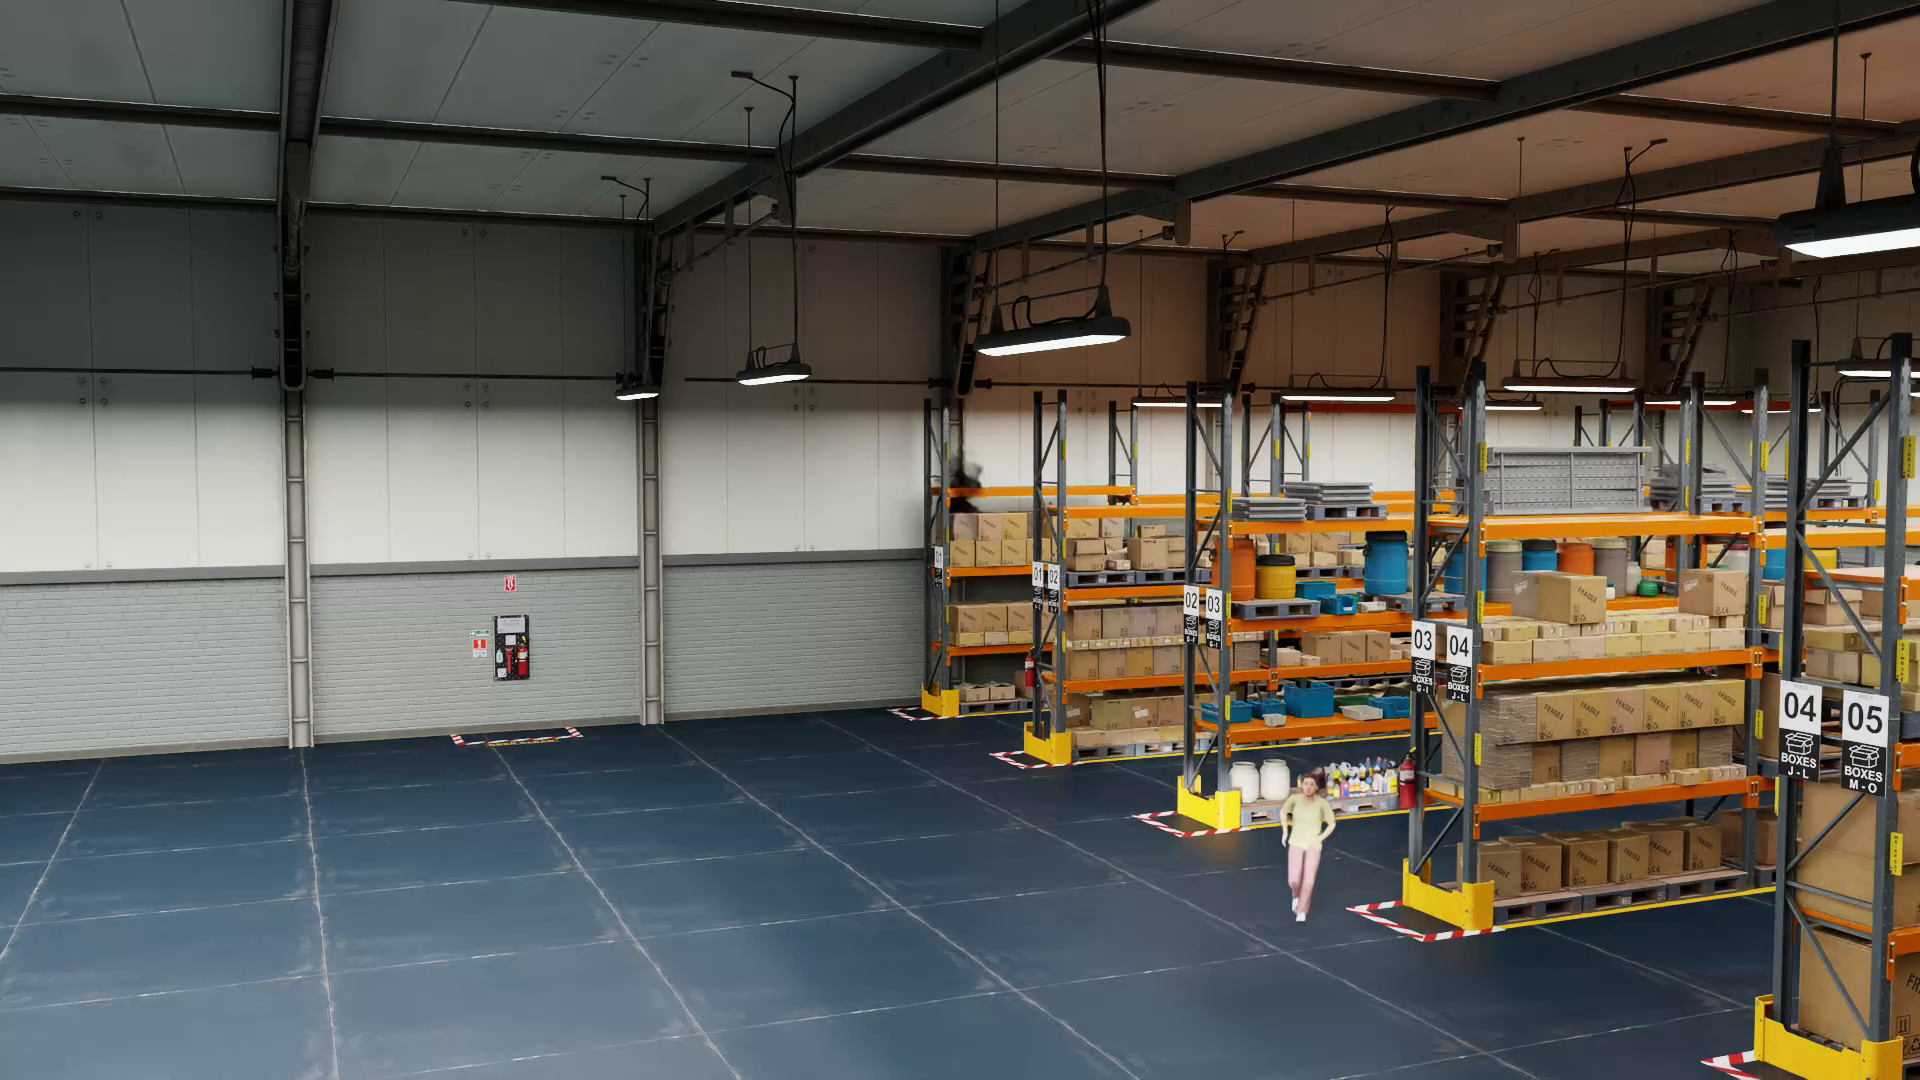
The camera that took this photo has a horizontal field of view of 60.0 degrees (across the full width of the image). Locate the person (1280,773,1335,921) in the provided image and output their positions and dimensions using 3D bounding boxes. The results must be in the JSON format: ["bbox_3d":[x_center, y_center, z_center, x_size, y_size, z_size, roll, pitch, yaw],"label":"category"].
[{"bbox_3d":[3.731,3.298,17.894,0.596,1.628,0.521,1,4,18],"label":"person"}]
